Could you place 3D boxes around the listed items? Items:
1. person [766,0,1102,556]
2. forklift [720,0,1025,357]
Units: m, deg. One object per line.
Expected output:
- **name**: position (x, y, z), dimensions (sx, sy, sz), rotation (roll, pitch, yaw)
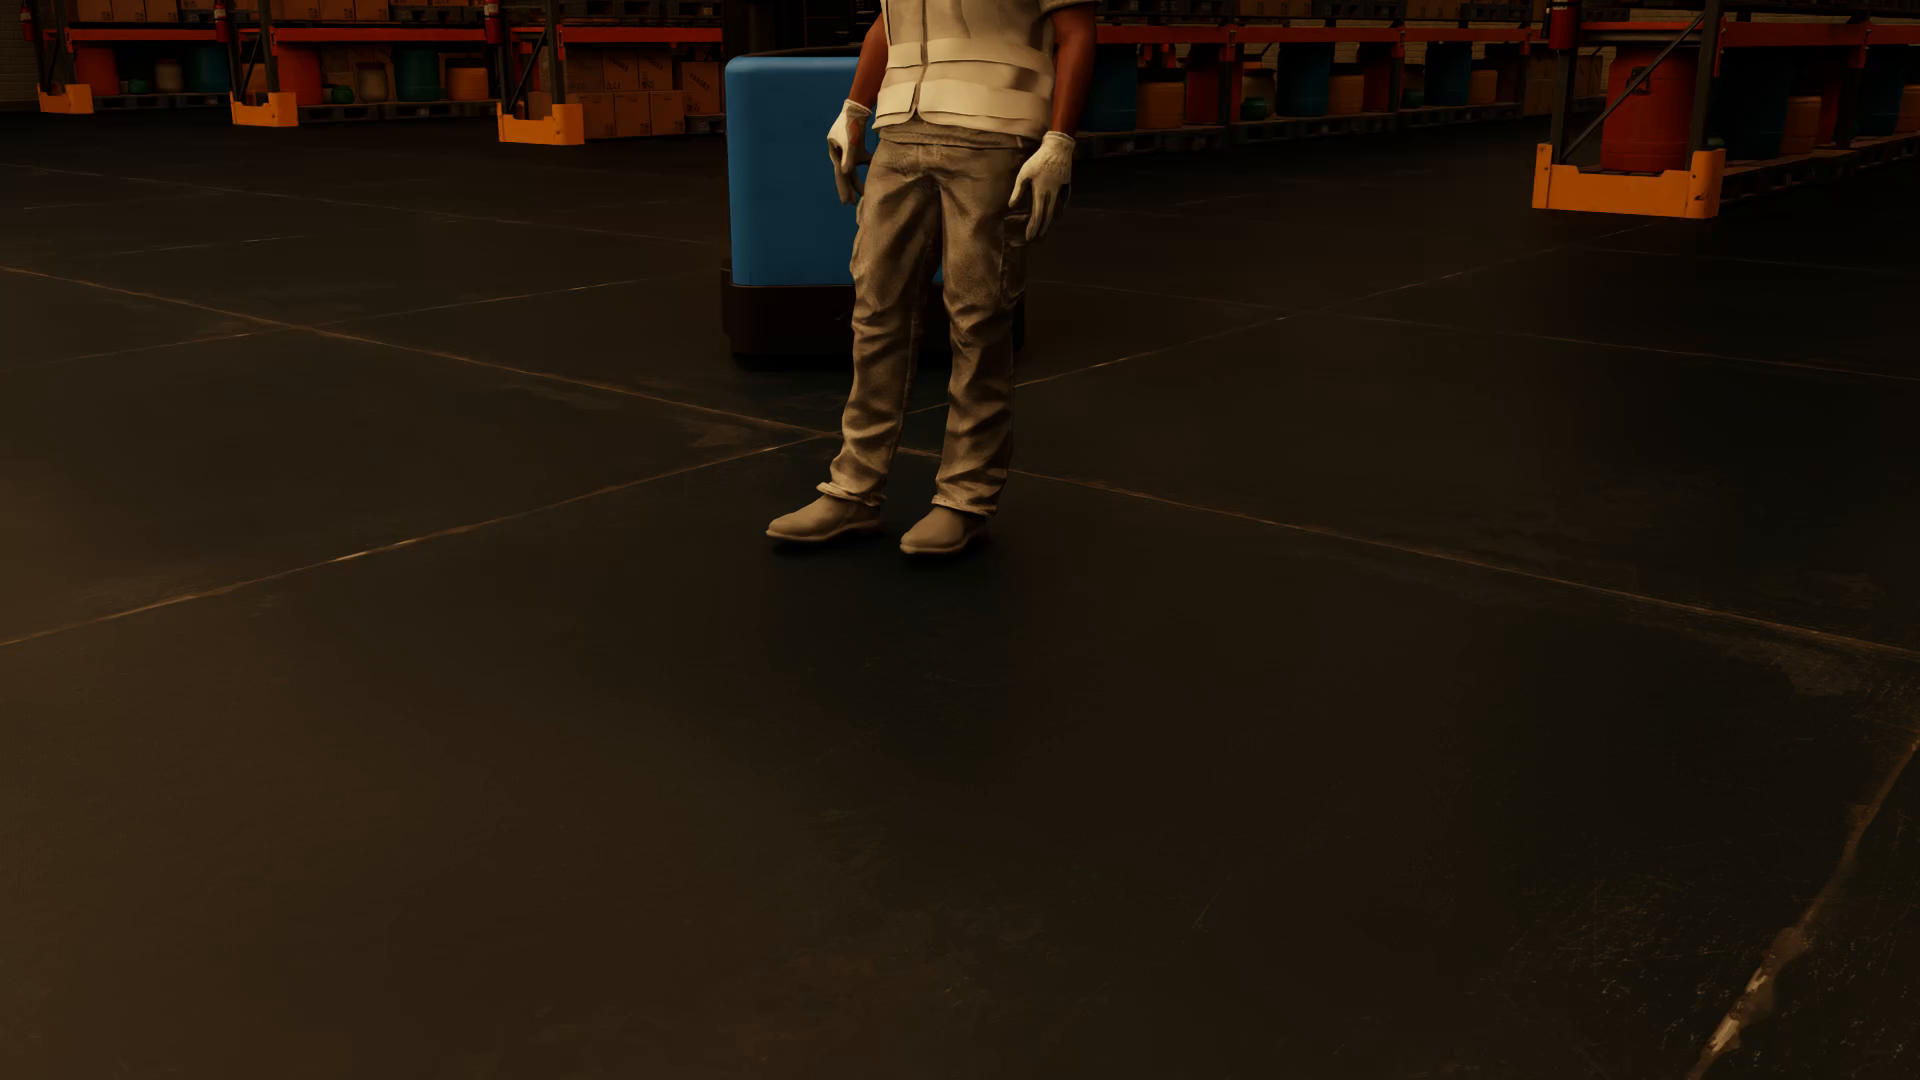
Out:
- **person**: position (-0.053, -0.845, 3.632), dimensions (0.657, 1.785, 0.575), rotation (13, 21, 37)
- **forklift**: position (-0.449, -2.432, 6.907), dimensions (1.130, 2.935, 3.031), rotation (-2, 17, -6)
